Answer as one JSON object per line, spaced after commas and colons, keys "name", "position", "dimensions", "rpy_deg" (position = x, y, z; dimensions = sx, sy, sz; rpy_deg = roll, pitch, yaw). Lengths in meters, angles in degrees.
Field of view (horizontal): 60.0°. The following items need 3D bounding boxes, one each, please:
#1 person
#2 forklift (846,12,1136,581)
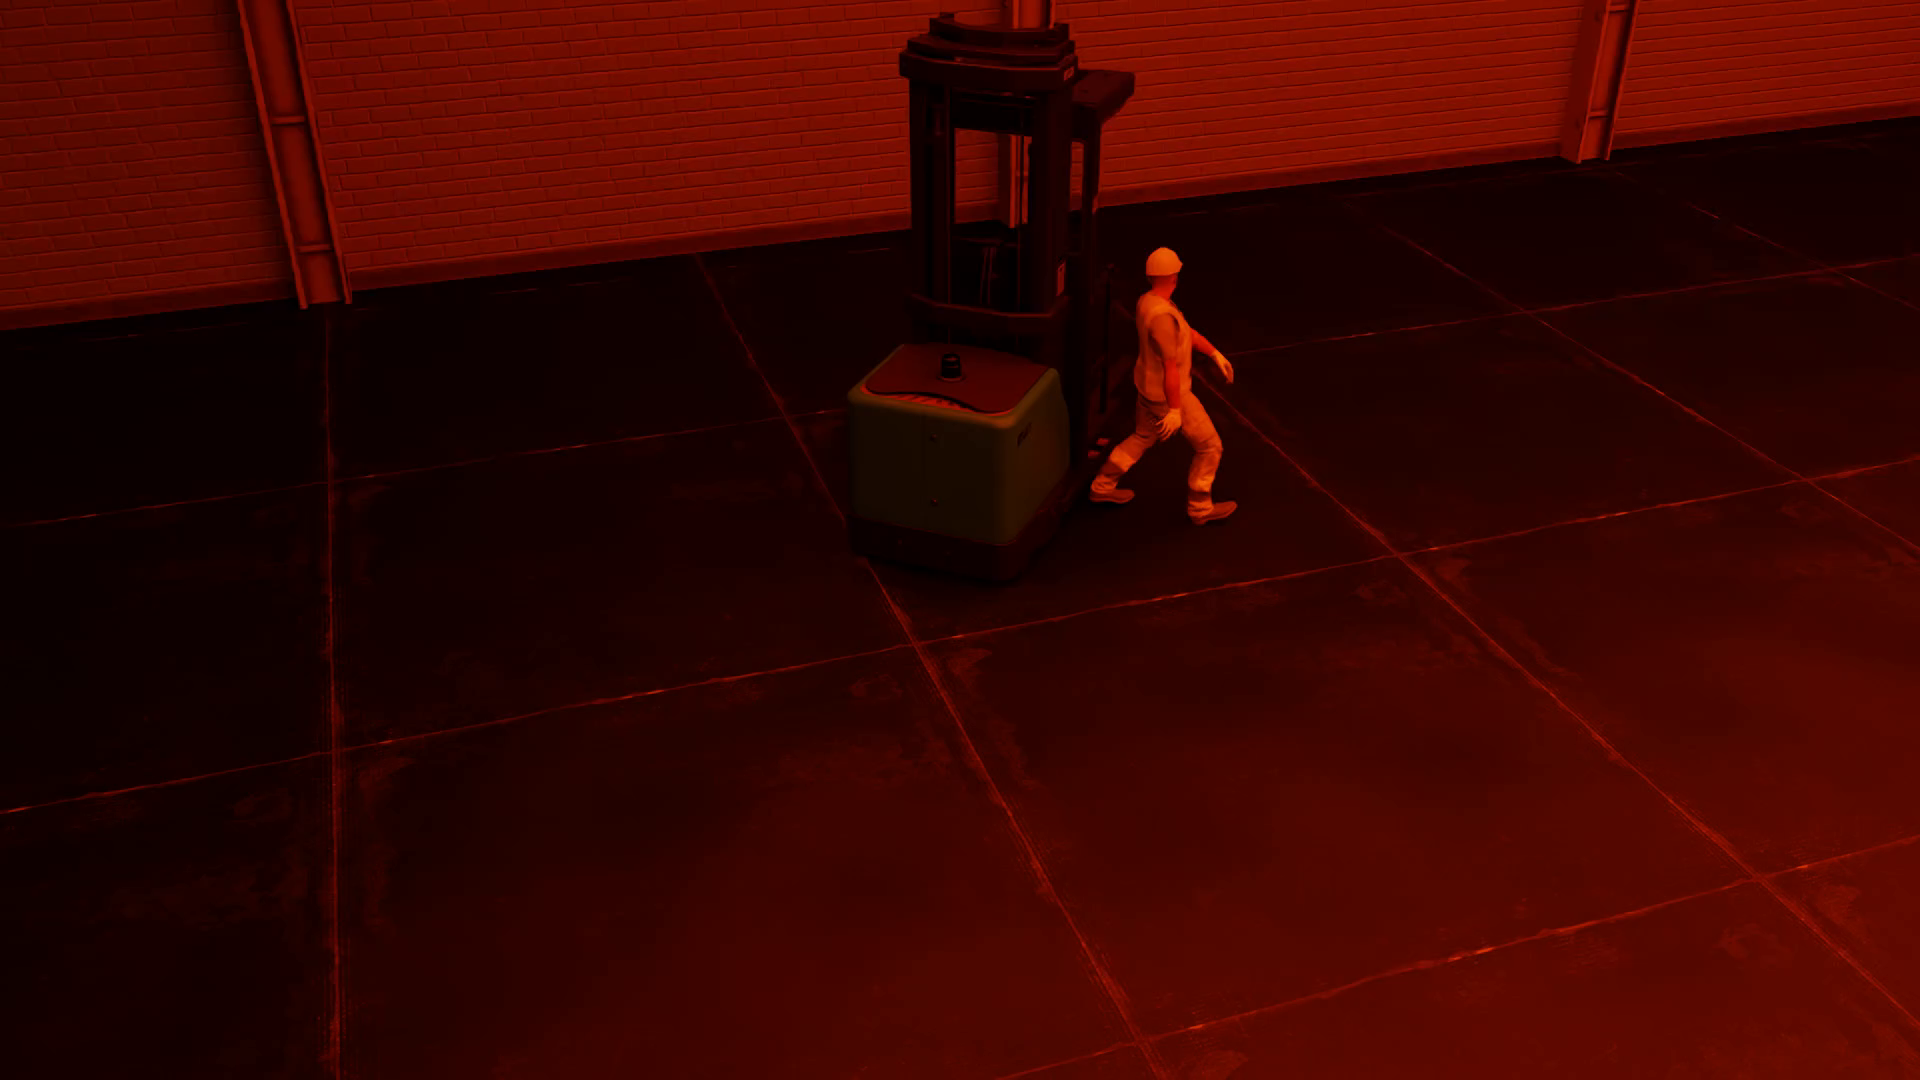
{"name": "person", "position": [1.255, -0.876, 9.869], "dimensions": [0.833, 1.706, 0.699], "rpy_deg": [-6, 31, -11]}
{"name": "forklift", "position": [0.369, -1.754, 10.136], "dimensions": [1.130, 2.935, 3.031], "rpy_deg": [11, 32, 19]}
